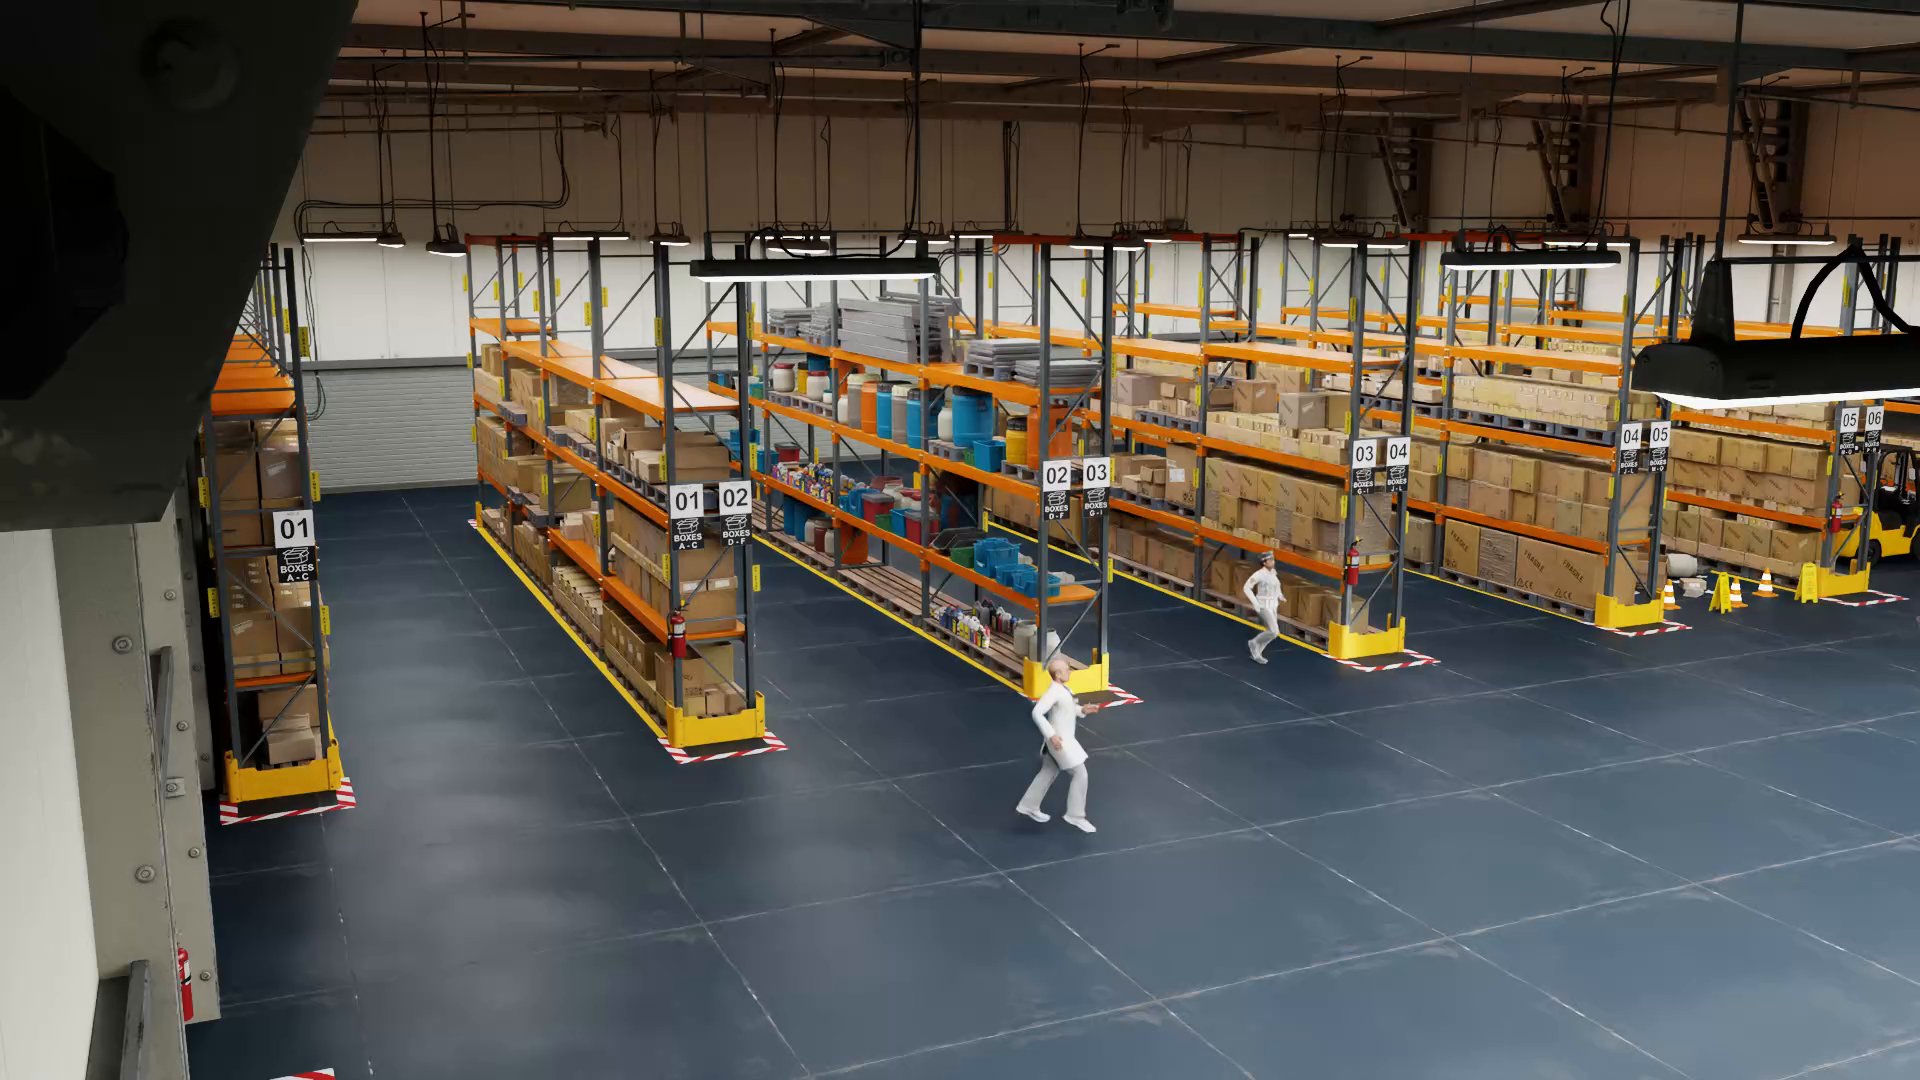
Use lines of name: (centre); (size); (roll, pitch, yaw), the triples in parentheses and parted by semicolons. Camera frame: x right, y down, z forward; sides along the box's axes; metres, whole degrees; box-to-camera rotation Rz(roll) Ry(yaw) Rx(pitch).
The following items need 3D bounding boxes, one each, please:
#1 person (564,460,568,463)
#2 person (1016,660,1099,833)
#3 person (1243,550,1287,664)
person: (-8.368, -1.304, 35.749); (0.694, 1.542, 0.536); (7, 13, 33)
person: (1.018, 2.144, 17.351); (0.859, 1.833, 0.669); (0, 11, -1)
person: (4.417, 0.964, 23.802); (0.540, 1.660, 0.601); (11, 15, 44)
